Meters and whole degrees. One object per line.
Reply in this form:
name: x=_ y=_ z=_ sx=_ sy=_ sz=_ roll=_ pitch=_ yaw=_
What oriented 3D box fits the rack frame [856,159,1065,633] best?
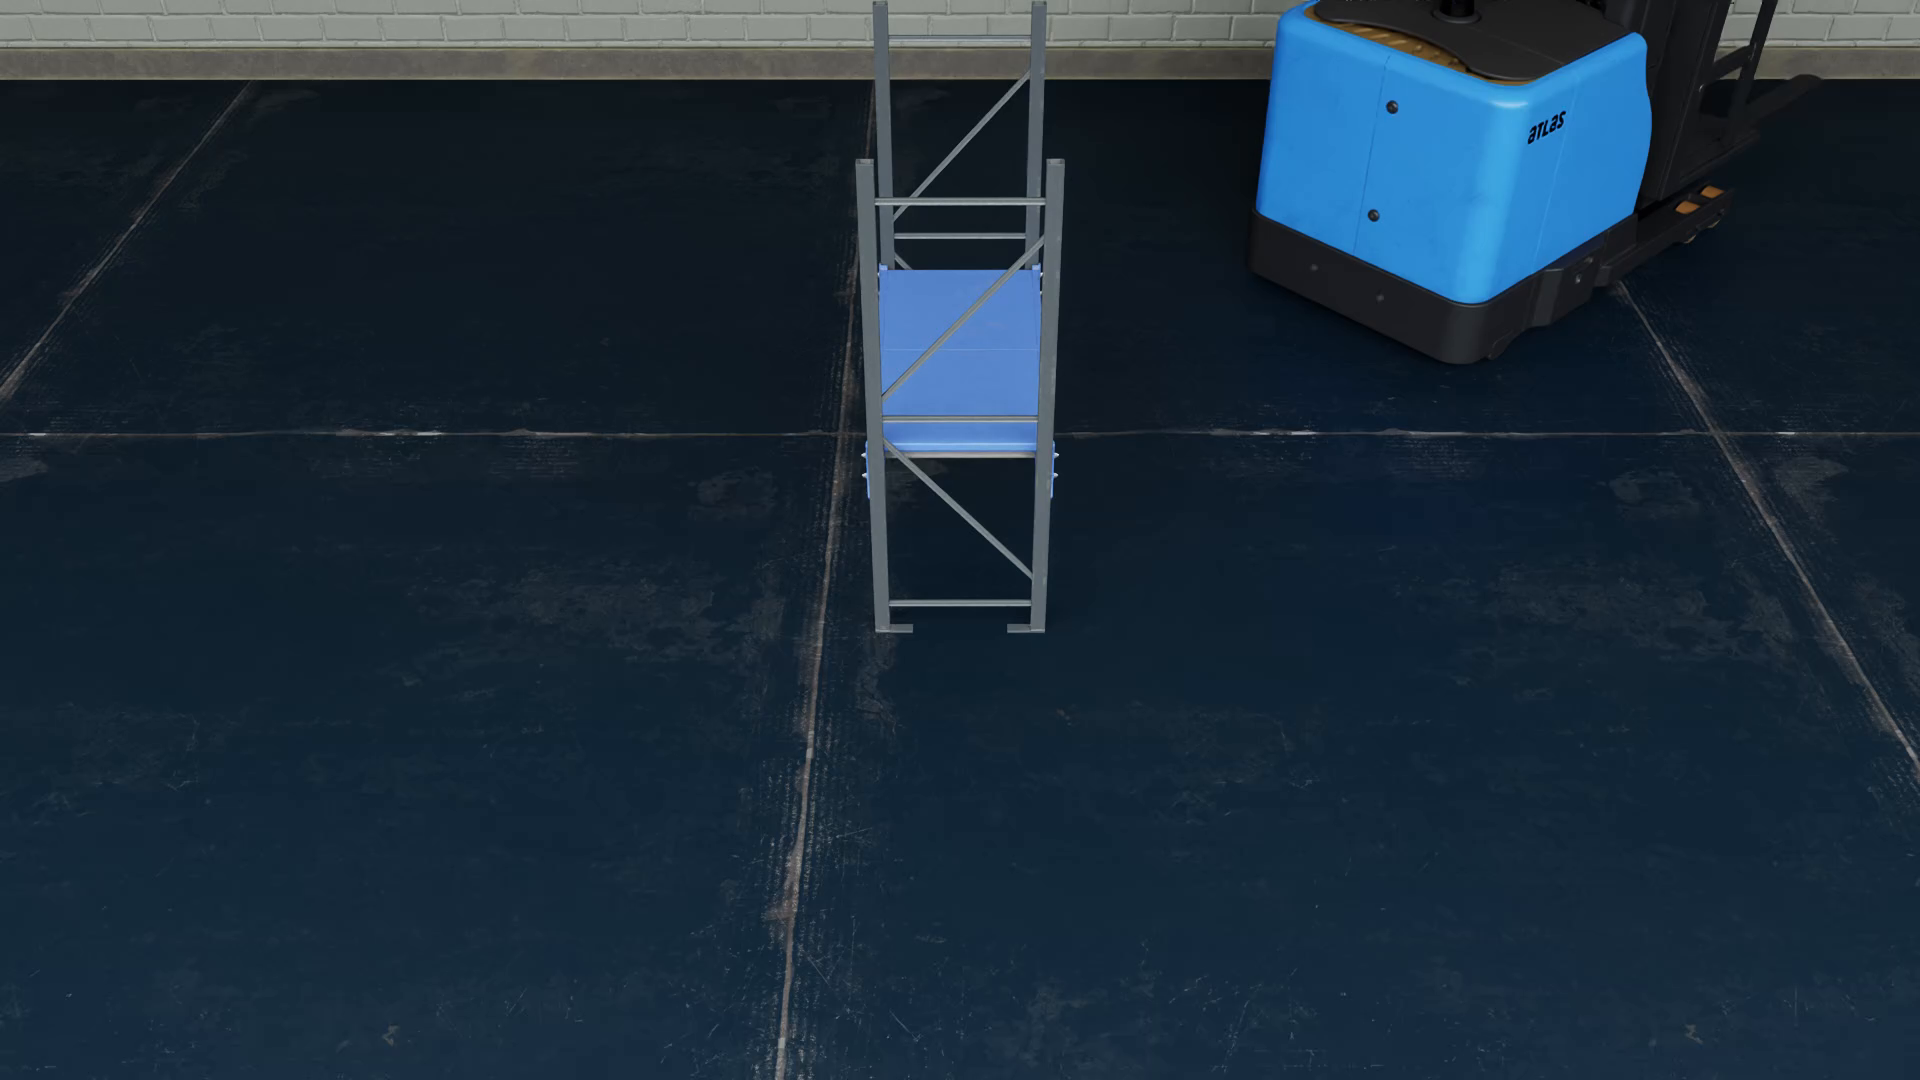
rack frame: x=0.000 y=-0.321 z=4.451 sx=0.500 sy=1.500 sz=0.032 roll=0 pitch=39 yaw=0

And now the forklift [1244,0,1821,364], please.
forklift: x=2.537 y=-2.565 z=6.106 sx=3.031 sy=2.935 sz=1.130 roll=-30 pitch=47 yaw=-32

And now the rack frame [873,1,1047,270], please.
rack frame: x=-0.001 y=-0.956 z=5.244 sx=0.500 sy=1.500 sz=0.032 roll=0 pitch=39 yaw=0

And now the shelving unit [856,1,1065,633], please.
shelving unit: x=0.000 y=-0.639 z=4.848 sx=0.538 sy=1.500 sz=1.048 roll=0 pitch=39 yaw=0

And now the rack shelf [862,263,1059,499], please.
rack shelf: x=0.000 y=-0.498 z=4.960 sx=0.538 sy=0.185 sz=1.000 roll=0 pitch=39 yaw=0
